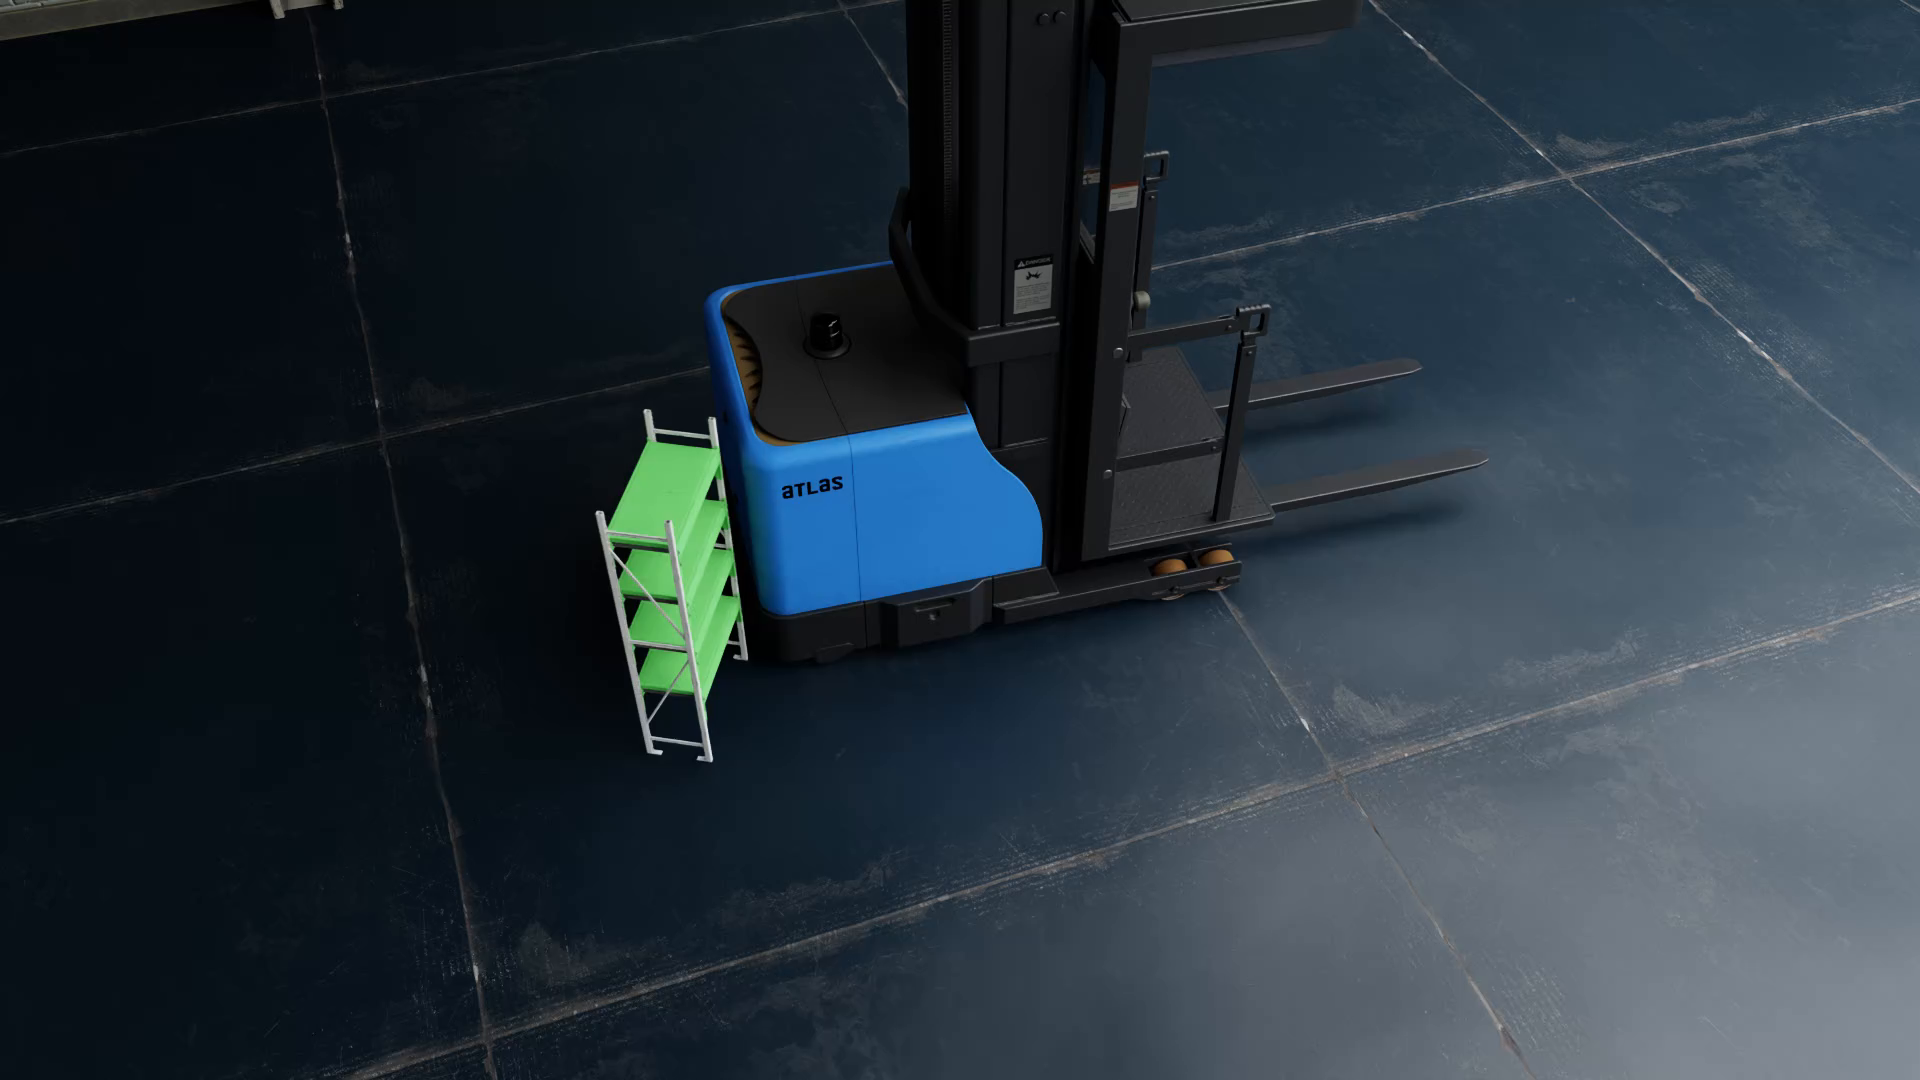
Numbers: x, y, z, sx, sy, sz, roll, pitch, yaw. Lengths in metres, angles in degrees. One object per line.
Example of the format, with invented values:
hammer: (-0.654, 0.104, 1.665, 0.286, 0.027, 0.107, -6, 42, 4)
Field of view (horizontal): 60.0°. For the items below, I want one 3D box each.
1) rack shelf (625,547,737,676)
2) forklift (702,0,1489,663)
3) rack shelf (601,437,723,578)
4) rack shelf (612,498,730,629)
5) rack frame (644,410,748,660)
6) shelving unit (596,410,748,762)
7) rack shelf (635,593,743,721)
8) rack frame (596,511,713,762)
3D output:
rack shelf: (-0.965, 0.228, 5.766, 0.258, 0.148, 0.480, 7, 46, 7)
forklift: (0.607, -1.151, 5.828, 3.031, 2.935, 1.130, -11, 46, -11)
rack shelf: (-0.965, -0.111, 5.426, 0.258, 0.148, 0.480, 7, 46, 7)
rack shelf: (-0.965, 0.059, 5.596, 0.258, 0.148, 0.480, 7, 46, 7)
rack frame: (-0.923, 0.013, 5.890, 0.240, 1.200, 0.015, 7, 46, 7)
shelving unit: (-0.965, 0.183, 5.721, 0.258, 1.200, 0.503, 7, 46, 7)
rack shelf: (-0.965, 0.397, 5.936, 0.258, 0.148, 0.480, 7, 46, 7)
rack frame: (-1.007, 0.353, 5.551, 0.240, 1.200, 0.015, 7, 46, 7)
